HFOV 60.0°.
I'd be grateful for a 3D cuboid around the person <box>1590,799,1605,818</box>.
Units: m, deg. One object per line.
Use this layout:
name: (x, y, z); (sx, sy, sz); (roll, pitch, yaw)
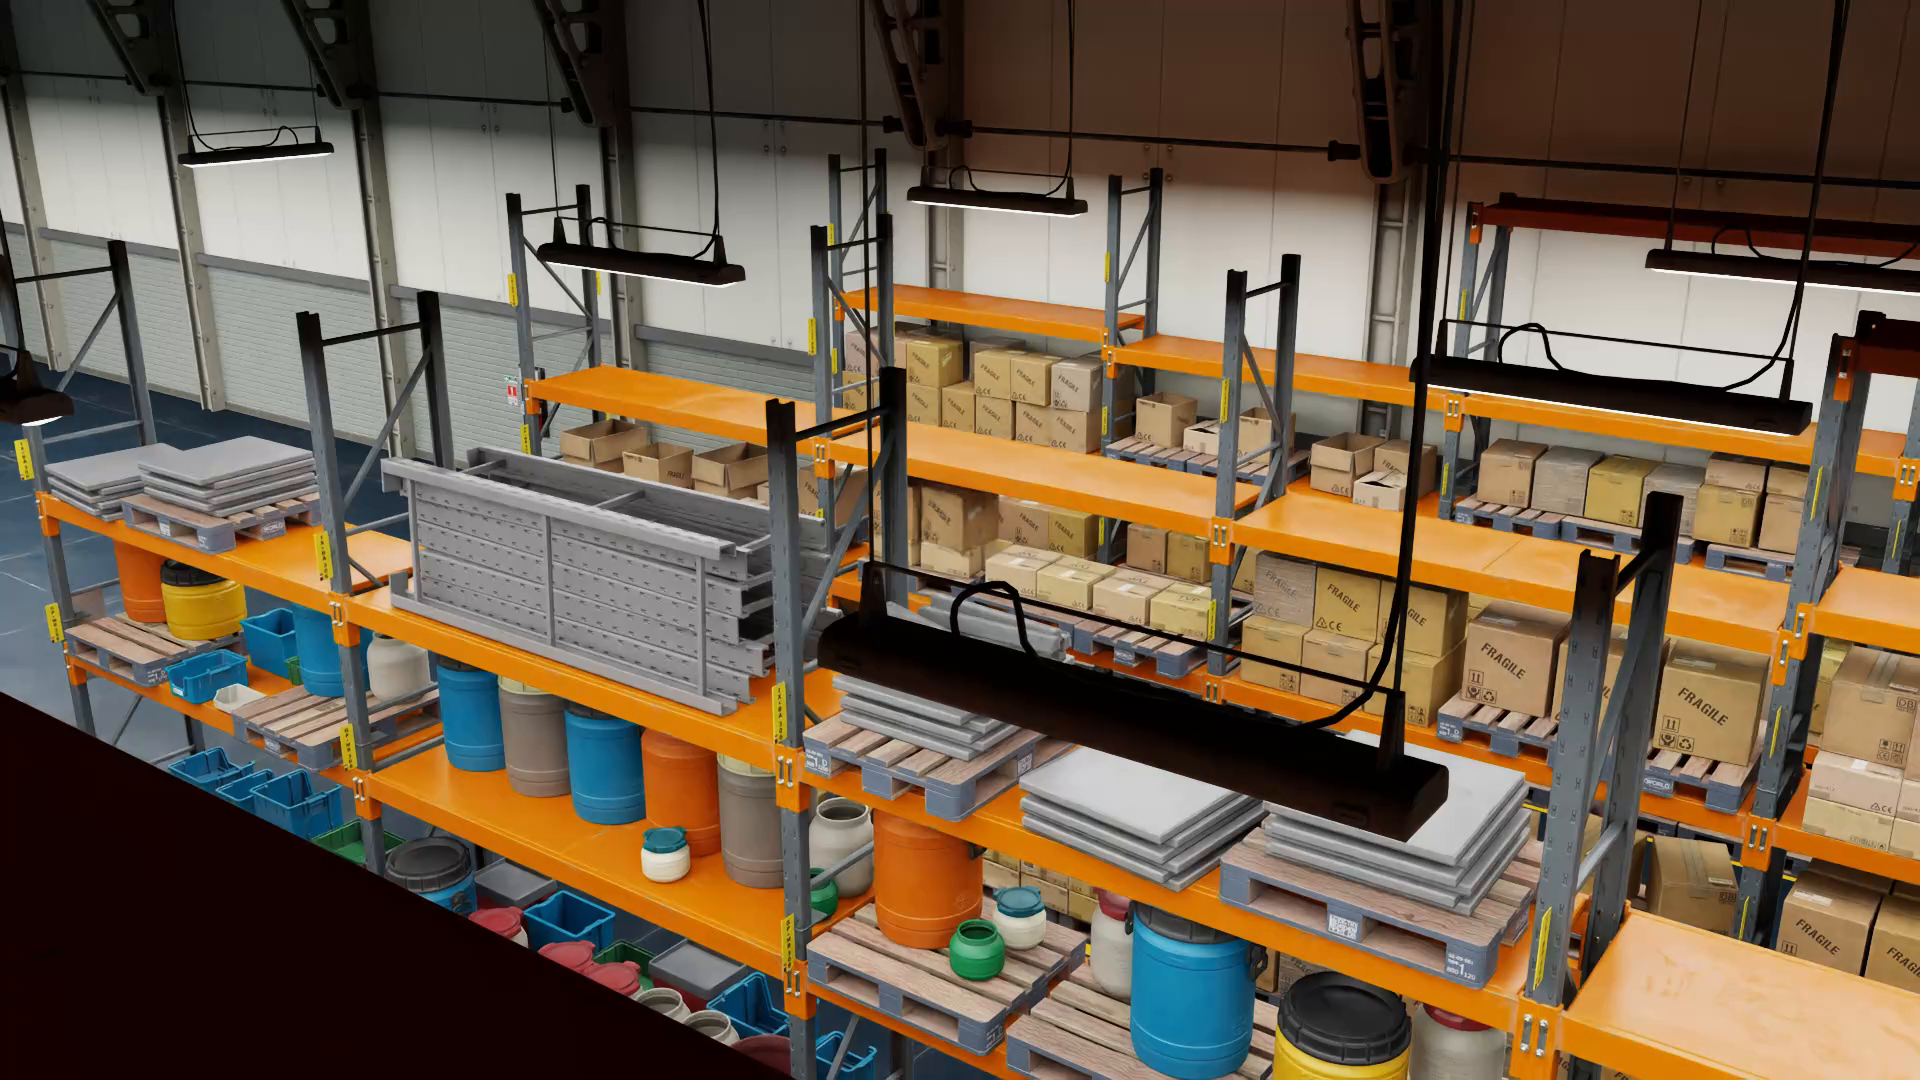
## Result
person: (5.420, 2.715, 14.217); (0.633, 1.778, 0.586); (-9, 21, -26)
